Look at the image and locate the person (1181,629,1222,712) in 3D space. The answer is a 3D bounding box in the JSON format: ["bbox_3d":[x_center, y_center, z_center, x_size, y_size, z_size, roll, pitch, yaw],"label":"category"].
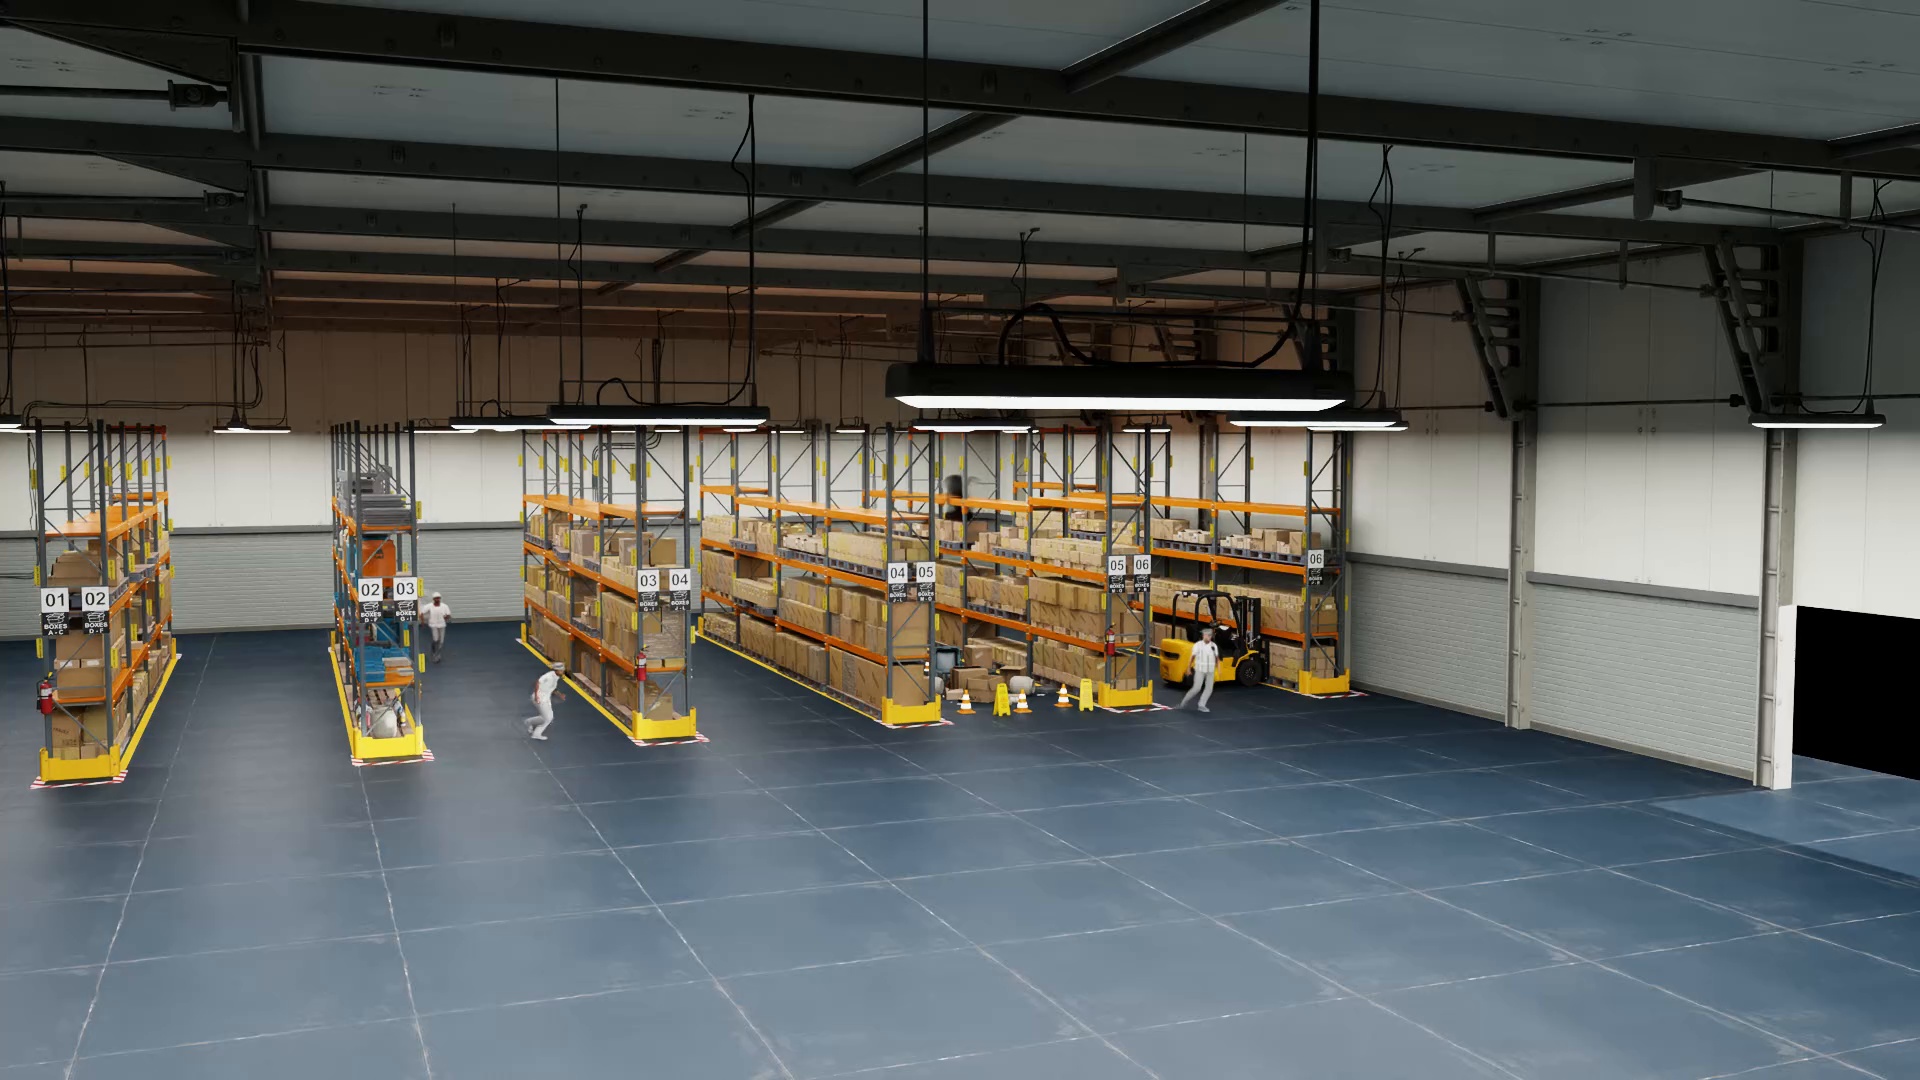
[{"bbox_3d":[5.002,2.696,34.569,0.776,1.731,0.589,-1,4,-16],"label":"person"}]

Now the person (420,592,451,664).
[{"bbox_3d":[-13.212,2.220,42.010,0.695,1.790,0.721,-2,4,-32],"label":"person"}]

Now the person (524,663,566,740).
[{"bbox_3d":[-7.822,3.042,31.288,0.811,1.476,0.596,1,4,10],"label":"person"}]
